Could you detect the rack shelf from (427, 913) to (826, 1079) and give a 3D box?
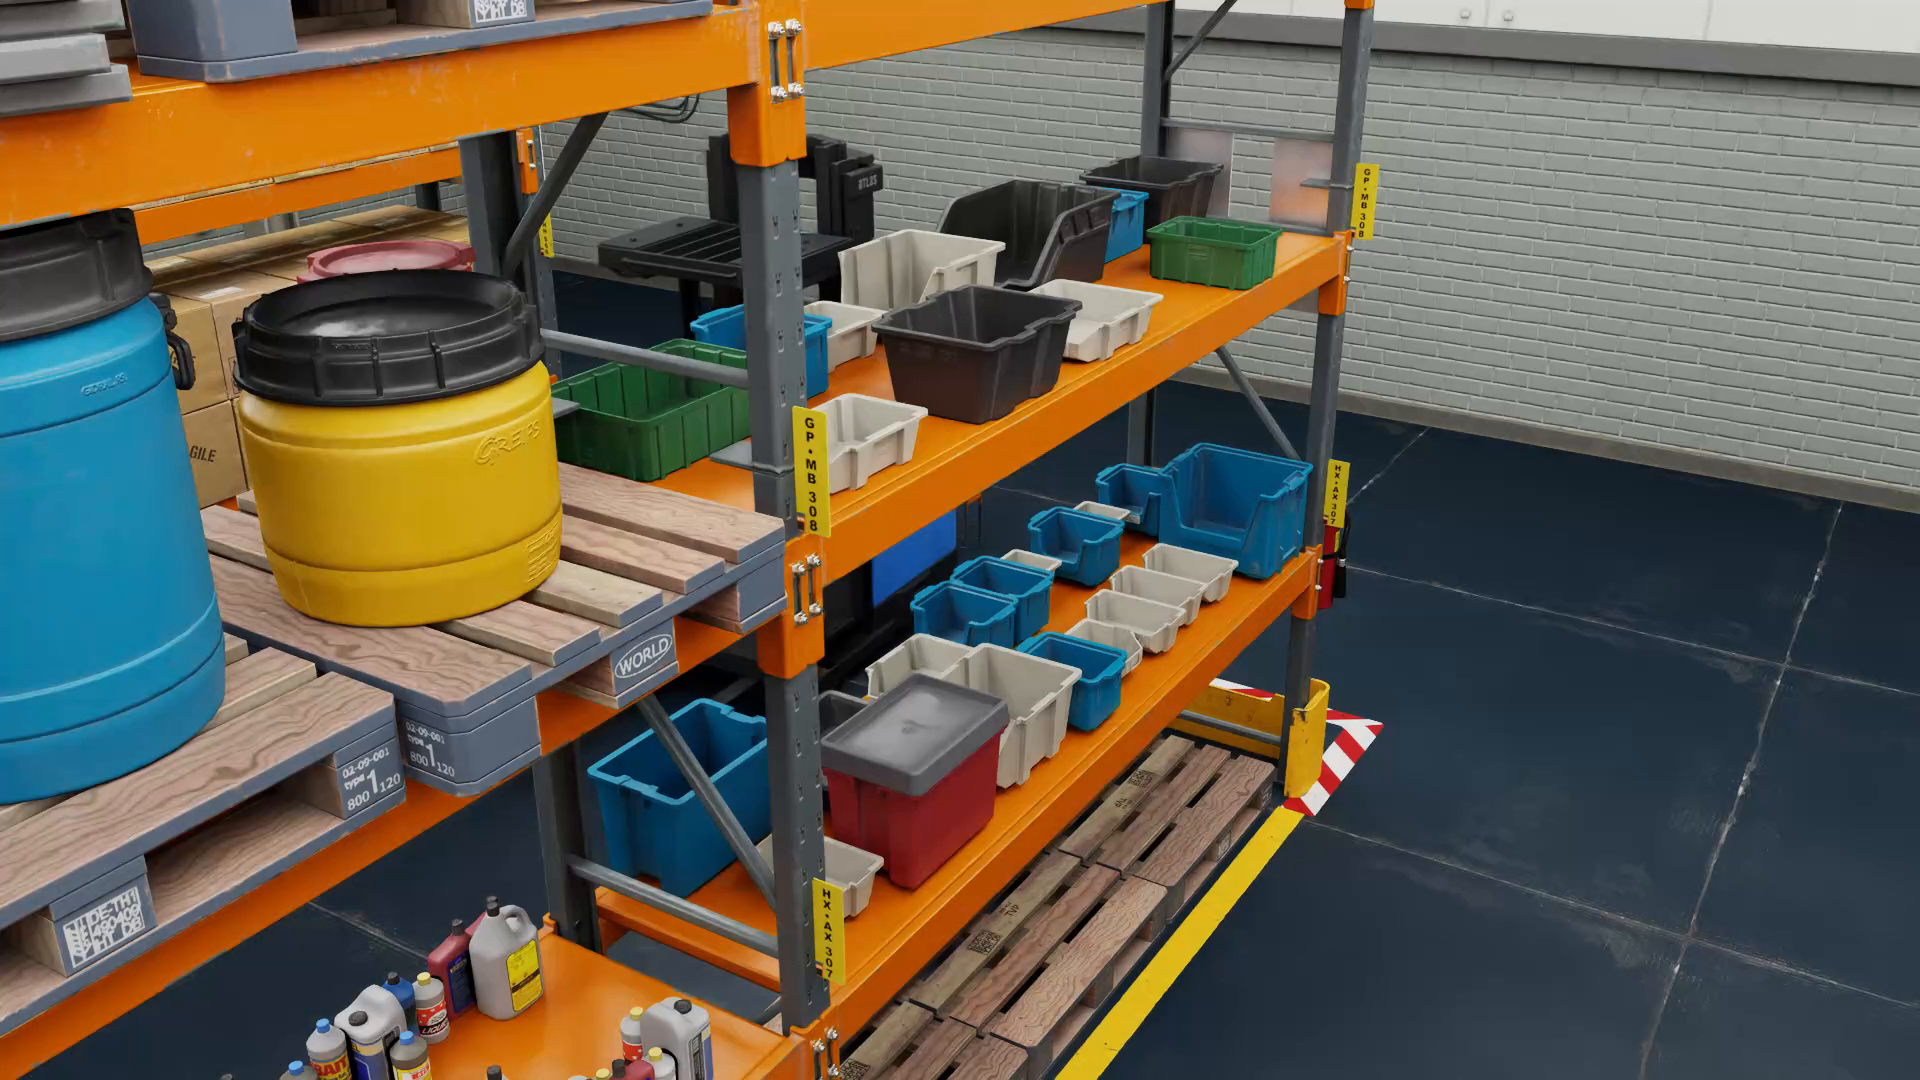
[{"bbox_3d":[-1.884,2.105,3.518,1.077,0.370,4.000,14,27,29],"label":"rack shelf"}]

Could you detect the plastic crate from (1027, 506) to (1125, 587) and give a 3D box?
[{"bbox_3d":[0.524,0.035,7.528,0.416,0.233,0.300,14,27,29],"label":"plastic crate"}]

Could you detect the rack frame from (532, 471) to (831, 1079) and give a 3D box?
[{"bbox_3d":[-0.829,1.099,4.935,1.000,3.000,0.127,14,27,29],"label":"rack frame"}]

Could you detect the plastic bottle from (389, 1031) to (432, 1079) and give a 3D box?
[{"bbox_3d":[-1.474,1.410,4.467,0.097,0.201,0.097,0,23,0],"label":"plastic bottle"}]

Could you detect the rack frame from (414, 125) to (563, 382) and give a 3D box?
[{"bbox_3d":[-2.925,-1.290,10.454,1.000,3.000,0.127,14,27,29],"label":"rack frame"}]

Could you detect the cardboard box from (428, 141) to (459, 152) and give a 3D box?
[{"bbox_3d":[-2.972,-2.369,9.360,0.500,0.250,0.500,14,27,29],"label":"cardboard box"}]

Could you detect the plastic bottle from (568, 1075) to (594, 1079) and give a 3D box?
[{"bbox_3d":[-0.955,1.480,4.211,0.152,0.276,0.135,14,27,29],"label":"plastic bottle"}]

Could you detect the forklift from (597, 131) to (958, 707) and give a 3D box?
[{"bbox_3d":[-1.165,-0.612,8.975,1.130,2.935,3.031,12,26,26],"label":"forklift"}]

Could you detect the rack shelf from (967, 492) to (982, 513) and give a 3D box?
[{"bbox_3d":[-0.008,-0.285,11.113,0.258,0.103,0.180,14,27,29],"label":"rack shelf"}]

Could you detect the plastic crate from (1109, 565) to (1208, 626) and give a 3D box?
[{"bbox_3d":[0.839,0.251,7.151,0.396,0.136,0.243,14,27,29],"label":"plastic crate"}]

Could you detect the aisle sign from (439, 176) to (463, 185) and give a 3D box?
[{"bbox_3d":[-3.139,-2.567,10.133,0.394,0.787,0.004,14,27,29],"label":"aisle sign"}]

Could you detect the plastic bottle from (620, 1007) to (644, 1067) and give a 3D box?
[{"bbox_3d":[-0.878,1.372,4.556,0.097,0.201,0.097,0,23,0],"label":"plastic bottle"}]

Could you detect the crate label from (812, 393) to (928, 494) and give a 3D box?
[{"bbox_3d":[-0.326,-0.261,4.633,0.293,0.136,0.466,14,27,29],"label":"crate label"}]

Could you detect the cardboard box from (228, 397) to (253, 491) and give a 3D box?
[{"bbox_3d":[-3.735,-0.614,8.768,0.500,0.500,0.500,13,27,28],"label":"cardboard box"}]

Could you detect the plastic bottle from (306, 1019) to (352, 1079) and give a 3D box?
[{"bbox_3d":[-1.674,1.392,4.421,0.097,0.271,0.097,0,23,0],"label":"plastic bottle"}]

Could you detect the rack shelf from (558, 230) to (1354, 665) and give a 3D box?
[{"bbox_3d":[0.226,-0.622,6.041,1.077,0.370,4.000,14,27,29],"label":"rack shelf"}]

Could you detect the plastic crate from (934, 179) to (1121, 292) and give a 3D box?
[{"bbox_3d":[0.241,-1.141,6.412,0.504,0.338,0.767,14,27,29],"label":"plastic crate"}]

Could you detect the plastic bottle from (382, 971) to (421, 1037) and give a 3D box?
[{"bbox_3d":[-1.552,1.313,4.602,0.097,0.271,0.097,0,23,0],"label":"plastic bottle"}]

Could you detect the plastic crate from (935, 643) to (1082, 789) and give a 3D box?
[{"bbox_3d":[0.133,0.650,6.048,0.437,0.282,0.530,14,27,29],"label":"plastic crate"}]

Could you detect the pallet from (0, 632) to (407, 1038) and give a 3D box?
[{"bbox_3d":[-1.755,0.478,2.832,1.003,0.211,1.213,14,27,29],"label":"pallet"}]

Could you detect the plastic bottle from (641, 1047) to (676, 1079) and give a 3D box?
[{"bbox_3d":[-0.800,1.436,4.407,0.097,0.201,0.097,0,23,0],"label":"plastic bottle"}]

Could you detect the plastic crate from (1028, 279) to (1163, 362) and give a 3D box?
[{"bbox_3d":[0.402,-0.757,5.779,0.437,0.136,0.530,14,27,29],"label":"plastic crate"}]

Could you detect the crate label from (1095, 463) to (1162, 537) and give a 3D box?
[{"bbox_3d":[0.871,-0.187,8.041,0.416,0.233,0.303,14,27,29],"label":"crate label"}]

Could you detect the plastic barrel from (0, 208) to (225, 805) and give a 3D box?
[{"bbox_3d":[-1.600,-0.092,2.751,0.600,0.901,0.708,14,27,29],"label":"plastic barrel"}]

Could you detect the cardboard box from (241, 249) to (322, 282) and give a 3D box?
[{"bbox_3d":[-3.462,-1.240,8.955,0.500,0.500,0.500,15,27,30],"label":"cardboard box"}]

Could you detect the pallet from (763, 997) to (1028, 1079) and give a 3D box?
[{"bbox_3d":[-0.474,2.123,6.081,1.003,0.211,1.213,14,27,29],"label":"pallet"}]

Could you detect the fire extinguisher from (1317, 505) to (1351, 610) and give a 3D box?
[{"bbox_3d":[1.746,0.000,8.040,0.296,0.674,0.183,14,27,29],"label":"fire extinguisher"}]

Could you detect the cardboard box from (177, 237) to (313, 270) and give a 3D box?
[{"bbox_3d":[-3.921,-1.354,9.218,0.500,0.500,0.500,14,27,30],"label":"cardboard box"}]

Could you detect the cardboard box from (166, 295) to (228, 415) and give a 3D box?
[{"bbox_3d":[-4.004,-0.892,8.151,0.500,0.500,0.500,13,27,27],"label":"cardboard box"}]

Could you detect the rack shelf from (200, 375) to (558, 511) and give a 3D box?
[{"bbox_3d":[-3.980,-0.285,9.038,1.077,0.370,4.000,14,27,29],"label":"rack shelf"}]

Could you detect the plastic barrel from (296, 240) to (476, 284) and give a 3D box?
[{"bbox_3d":[-1.320,-0.407,3.939,0.433,0.535,0.433,0,23,0],"label":"plastic barrel"}]

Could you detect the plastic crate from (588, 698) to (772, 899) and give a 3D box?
[{"bbox_3d":[-0.873,0.850,5.455,0.392,0.384,0.575,14,27,29],"label":"plastic crate"}]

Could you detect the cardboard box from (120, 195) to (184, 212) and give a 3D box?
[{"bbox_3d":[-4.037,-1.696,7.806,0.500,0.250,0.500,14,27,29],"label":"cardboard box"}]

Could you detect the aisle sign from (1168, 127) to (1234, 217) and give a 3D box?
[{"bbox_3d":[1.066,-1.530,7.737,0.394,0.787,0.004,14,27,29],"label":"aisle sign"}]

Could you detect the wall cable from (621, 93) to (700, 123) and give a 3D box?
[{"bbox_3d":[-3.849,-5.489,16.511,3.097,2.526,0.112,14,27,29],"label":"wall cable"}]

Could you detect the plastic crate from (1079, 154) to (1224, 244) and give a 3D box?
[{"bbox_3d":[0.841,-1.496,7.318,0.497,0.269,0.590,14,27,29],"label":"plastic crate"}]

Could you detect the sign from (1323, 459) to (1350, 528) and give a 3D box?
[{"bbox_3d":[1.757,-0.216,7.767,0.100,0.325,0.005,14,27,29],"label":"sign"}]

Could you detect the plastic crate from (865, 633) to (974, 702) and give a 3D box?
[{"bbox_3d":[-0.166,0.542,6.478,0.293,0.136,0.466,14,27,29],"label":"plastic crate"}]

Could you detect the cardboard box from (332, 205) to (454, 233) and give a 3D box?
[{"bbox_3d":[-3.383,-1.700,10.017,0.500,0.500,0.500,15,27,31],"label":"cardboard box"}]

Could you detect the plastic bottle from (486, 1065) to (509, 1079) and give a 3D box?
[{"bbox_3d":[-1.159,1.471,4.139,0.144,0.351,0.185,14,27,29],"label":"plastic bottle"}]

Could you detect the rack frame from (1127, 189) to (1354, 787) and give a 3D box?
[{"bbox_3d":[1.281,-0.251,8.053,1.000,3.000,0.127,14,27,29],"label":"rack frame"}]

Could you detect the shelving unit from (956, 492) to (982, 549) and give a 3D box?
[{"bbox_3d":[-0.008,-0.546,11.000,0.258,1.200,0.189,14,27,29],"label":"shelving unit"}]

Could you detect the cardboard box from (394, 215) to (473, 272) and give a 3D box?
[{"bbox_3d":[-2.927,-1.587,9.755,0.500,0.500,0.500,14,27,29],"label":"cardboard box"}]

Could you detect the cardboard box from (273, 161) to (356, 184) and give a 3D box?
[{"bbox_3d":[-3.498,-2.031,8.579,0.500,0.250,0.500,14,27,29],"label":"cardboard box"}]

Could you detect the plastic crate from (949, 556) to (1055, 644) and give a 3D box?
[{"bbox_3d":[0.176,0.257,7.015,0.416,0.233,0.300,14,27,29],"label":"plastic crate"}]

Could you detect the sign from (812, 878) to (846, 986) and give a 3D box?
[{"bbox_3d":[-0.363,1.088,4.612,0.100,0.325,0.005,14,27,29],"label":"sign"}]

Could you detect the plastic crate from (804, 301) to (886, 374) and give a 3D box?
[{"bbox_3d":[-0.482,-0.665,5.567,0.293,0.136,0.466,14,27,29],"label":"plastic crate"}]

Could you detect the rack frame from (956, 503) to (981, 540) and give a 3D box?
[{"bbox_3d":[0.041,-0.577,11.072,0.240,1.200,0.006,14,27,29],"label":"rack frame"}]

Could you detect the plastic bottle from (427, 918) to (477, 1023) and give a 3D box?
[{"bbox_3d":[-1.455,1.232,4.774,0.061,0.283,0.133,14,27,29],"label":"plastic bottle"}]

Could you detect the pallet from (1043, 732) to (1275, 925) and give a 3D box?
[{"bbox_3d":[0.813,1.299,7.983,1.003,0.211,1.213,14,27,29],"label":"pallet"}]

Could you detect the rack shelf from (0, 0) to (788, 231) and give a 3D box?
[{"bbox_3d":[-1.884,-0.465,2.406,1.077,0.370,4.000,14,27,29],"label":"rack shelf"}]

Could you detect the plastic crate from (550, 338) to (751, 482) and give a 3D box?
[{"bbox_3d":[-0.863,-0.386,4.857,0.450,0.188,0.662,14,27,29],"label":"plastic crate"}]

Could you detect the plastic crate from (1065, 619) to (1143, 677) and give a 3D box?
[{"bbox_3d":[0.573,0.454,6.683,0.298,0.136,0.250,14,27,29],"label":"plastic crate"}]

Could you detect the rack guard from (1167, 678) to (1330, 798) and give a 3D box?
[{"bbox_3d":[1.282,0.886,8.575,1.175,0.500,0.348,14,27,29],"label":"rack guard"}]
